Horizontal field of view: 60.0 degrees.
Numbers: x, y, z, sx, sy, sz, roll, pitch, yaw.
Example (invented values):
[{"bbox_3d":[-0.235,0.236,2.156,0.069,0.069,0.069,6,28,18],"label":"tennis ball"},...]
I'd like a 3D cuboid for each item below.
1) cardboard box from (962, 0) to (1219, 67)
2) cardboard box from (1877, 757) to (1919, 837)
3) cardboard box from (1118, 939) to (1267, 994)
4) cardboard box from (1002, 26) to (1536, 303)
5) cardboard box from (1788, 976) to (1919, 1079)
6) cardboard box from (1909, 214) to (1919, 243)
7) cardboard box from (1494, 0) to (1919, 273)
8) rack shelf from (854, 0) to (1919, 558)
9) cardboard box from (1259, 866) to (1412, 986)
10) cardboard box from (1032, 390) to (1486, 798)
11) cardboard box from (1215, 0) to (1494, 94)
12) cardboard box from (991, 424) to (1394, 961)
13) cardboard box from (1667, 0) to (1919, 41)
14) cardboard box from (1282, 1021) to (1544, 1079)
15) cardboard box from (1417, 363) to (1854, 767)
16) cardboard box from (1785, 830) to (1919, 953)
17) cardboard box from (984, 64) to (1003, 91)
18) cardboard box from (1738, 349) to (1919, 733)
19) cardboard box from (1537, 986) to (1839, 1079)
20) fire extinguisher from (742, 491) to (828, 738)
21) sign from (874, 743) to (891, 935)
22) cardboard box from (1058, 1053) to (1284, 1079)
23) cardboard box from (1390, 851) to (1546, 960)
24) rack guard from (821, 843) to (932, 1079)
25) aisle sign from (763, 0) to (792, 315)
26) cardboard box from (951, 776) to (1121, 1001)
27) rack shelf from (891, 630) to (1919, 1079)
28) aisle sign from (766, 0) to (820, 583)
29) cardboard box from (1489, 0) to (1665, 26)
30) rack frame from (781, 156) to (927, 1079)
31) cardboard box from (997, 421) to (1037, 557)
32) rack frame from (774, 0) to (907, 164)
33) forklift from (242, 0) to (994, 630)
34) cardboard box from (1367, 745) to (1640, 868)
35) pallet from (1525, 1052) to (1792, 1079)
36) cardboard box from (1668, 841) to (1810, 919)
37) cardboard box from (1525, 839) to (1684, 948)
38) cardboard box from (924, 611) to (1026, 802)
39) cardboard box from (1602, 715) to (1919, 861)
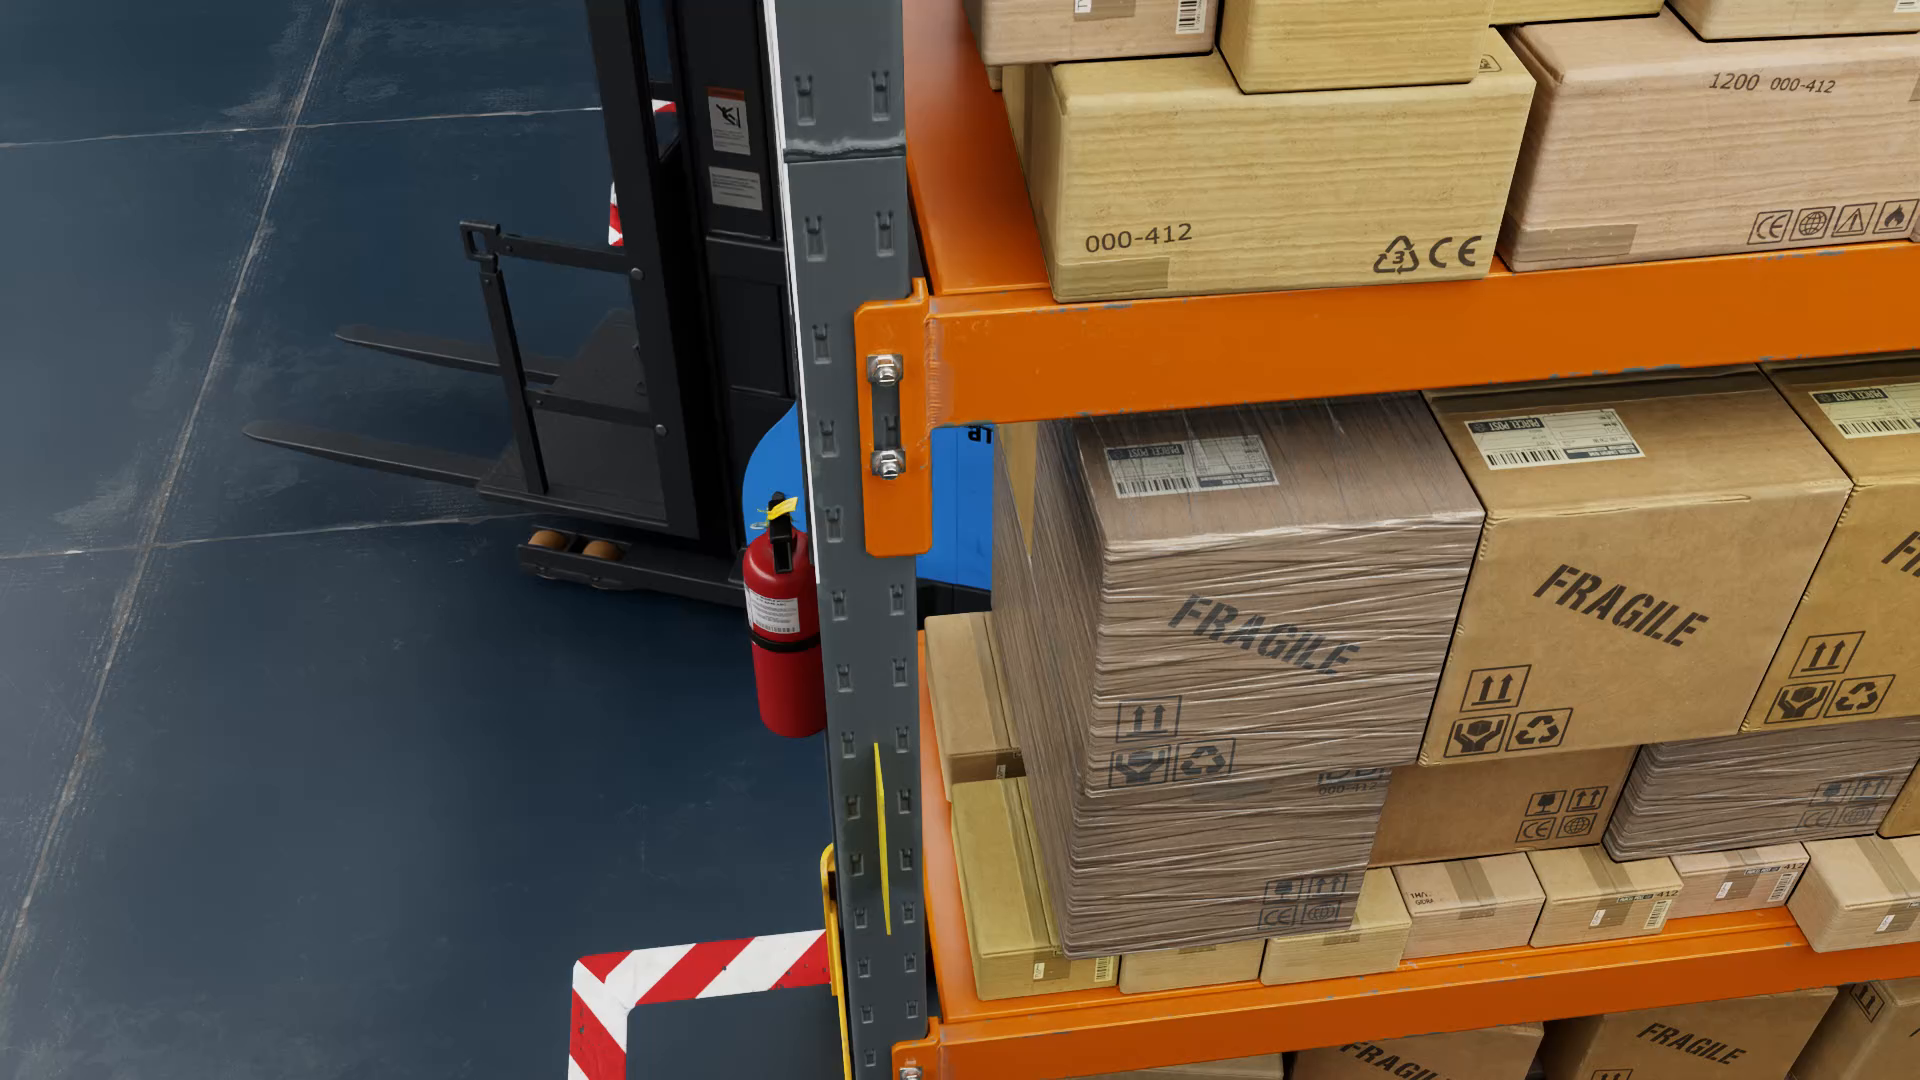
[{"bbox_3d":[0.121,-0.684,1.844,0.250,0.149,0.380,-5,42,-6],"label":"cardboard box"},{"bbox_3d":[1.846,0.042,3.168,0.500,0.500,0.875,-5,42,-6],"label":"cardboard box"},{"bbox_3d":[0.382,0.610,3.022,0.250,0.149,0.380,-5,42,-6],"label":"cardboard box"},{"bbox_3d":[0.329,-0.536,1.977,0.500,0.250,0.500,-4,42,-4],"label":"cardboard box"},{"bbox_3d":[2.210,0.986,3.970,0.500,0.500,0.500,-9,43,-9],"label":"cardboard box"},{"bbox_3d":[1.332,-0.625,2.076,0.500,0.250,0.500,-5,42,-6],"label":"cardboard box"},{"bbox_3d":[0.840,-0.585,2.031,0.500,0.250,0.500,-6,42,-6],"label":"cardboard box"},{"bbox_3d":[1.801,-0.628,2.504,4.000,0.370,1.077,-5,42,-6],"label":"rack shelf"},{"bbox_3d":[0.632,0.598,3.035,0.250,0.149,0.380,-5,42,-6],"label":"cardboard box"},{"bbox_3d":[0.399,0.007,2.460,0.500,0.500,0.500,-5,42,-6],"label":"cardboard box"},{"bbox_3d":[0.391,-0.643,1.798,0.250,0.149,0.380,-4,42,-5],"label":"cardboard box"},{"bbox_3d":[0.367,0.215,2.975,0.500,0.500,0.875,-5,42,-6],"label":"cardboard box"},{"bbox_3d":[0.905,-0.723,1.886,0.250,0.149,0.380,-3,42,-4],"label":"cardboard box"},{"bbox_3d":[1.028,1.047,3.903,0.500,0.500,0.500,5,42,6],"label":"cardboard box"},{"bbox_3d":[0.896,-0.032,2.503,0.500,0.500,0.500,-5,42,-6],"label":"cardboard box"},{"bbox_3d":[1.632,0.553,3.085,0.250,0.149,0.380,-5,42,-6],"label":"cardboard box"},{"bbox_3d":[0.263,-0.876,2.355,0.500,0.250,0.500,-4,42,-5],"label":"cardboard box"},{"bbox_3d":[1.391,-0.076,2.552,0.500,0.500,0.500,-5,42,-6],"label":"cardboard box"},{"bbox_3d":[1.651,1.005,3.949,0.500,0.500,0.500,-1,42,-2],"label":"cardboard box"},{"bbox_3d":[-0.355,0.125,3.430,0.183,0.674,0.296,-5,42,-6],"label":"fire extinguisher"},{"bbox_3d":[-0.111,0.431,2.386,0.005,0.325,0.100,-5,42,-6],"label":"sign"},{"bbox_3d":[0.439,1.121,3.820,0.500,0.500,0.500,2,42,2],"label":"cardboard box"},{"bbox_3d":[0.877,0.563,3.074,0.250,0.149,0.380,-5,42,-6],"label":"cardboard box"},{"bbox_3d":[-0.107,1.314,3.920,0.348,0.500,1.175,-5,42,-6],"label":"rack guard"},{"bbox_3d":[-0.282,-0.767,2.420,0.004,0.787,0.394,-5,42,-6],"label":"aisle sign"},{"bbox_3d":[0.132,0.619,3.012,0.250,0.149,0.380,-5,42,-6],"label":"cardboard box"},{"bbox_3d":[1.801,0.486,3.509,4.000,0.370,1.077,-5,42,-6],"label":"rack shelf"},{"bbox_3d":[-0.204,-0.368,1.978,0.004,0.787,0.394,-5,42,-6],"label":"aisle sign"},{"bbox_3d":[0.625,-0.746,1.913,0.250,0.149,0.380,-6,42,-6],"label":"cardboard box"},{"bbox_3d":[-0.182,0.392,3.076,0.127,3.000,1.000,-5,42,-6],"label":"rack frame"},{"bbox_3d":[0.331,-0.338,2.842,0.500,0.500,0.500,-5,42,-6],"label":"cardboard box"},{"bbox_3d":[-0.182,-1.835,1.066,0.127,3.000,1.000,-5,42,-6],"label":"rack frame"},{"bbox_3d":[-0.978,-1.252,4.950,3.031,2.935,1.130,10,43,11],"label":"forklift"},{"bbox_3d":[0.847,0.092,3.112,0.500,0.500,0.875,-5,42,-6],"label":"cardboard box"},{"bbox_3d":[1.911,1.270,4.184,1.213,0.211,1.003,-5,42,-6],"label":"pallet"},{"bbox_3d":[1.370,0.506,3.137,0.250,0.149,0.380,-5,42,-6],"label":"cardboard box"},{"bbox_3d":[1.126,0.546,3.093,0.250,0.149,0.380,-5,42,-6],"label":"cardboard box"},{"bbox_3d":[0.074,0.324,3.339,0.250,0.149,0.380,-5,42,-6],"label":"cardboard box"},{"bbox_3d":[1.349,0.077,3.128,0.500,0.500,0.875,-5,42,-6],"label":"cardboard box"}]
